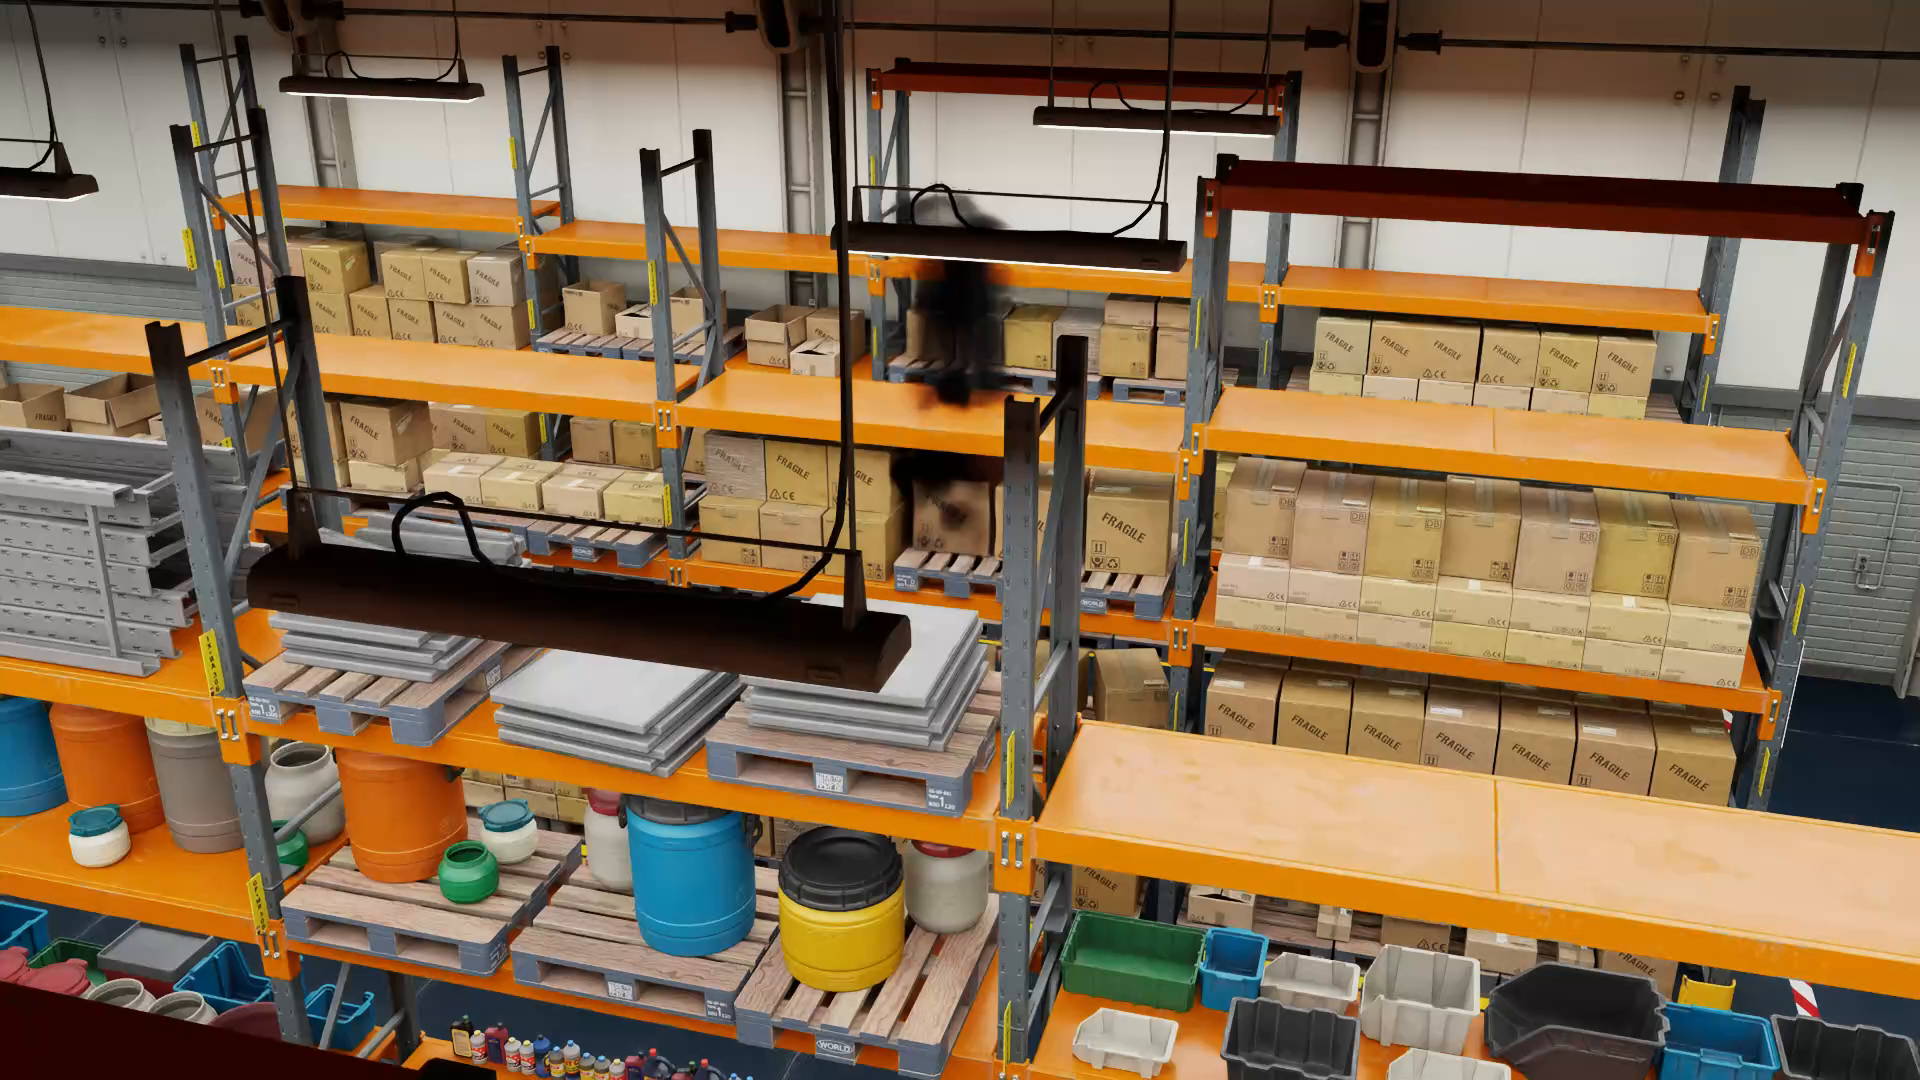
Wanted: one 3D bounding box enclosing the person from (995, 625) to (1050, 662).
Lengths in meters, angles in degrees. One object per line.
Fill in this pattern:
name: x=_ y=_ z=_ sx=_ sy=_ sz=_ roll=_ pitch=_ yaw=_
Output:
person: x=0.667 y=1.140 z=15.127 sx=0.880 sy=1.765 sz=0.706 roll=7 pitch=24 yaw=16
